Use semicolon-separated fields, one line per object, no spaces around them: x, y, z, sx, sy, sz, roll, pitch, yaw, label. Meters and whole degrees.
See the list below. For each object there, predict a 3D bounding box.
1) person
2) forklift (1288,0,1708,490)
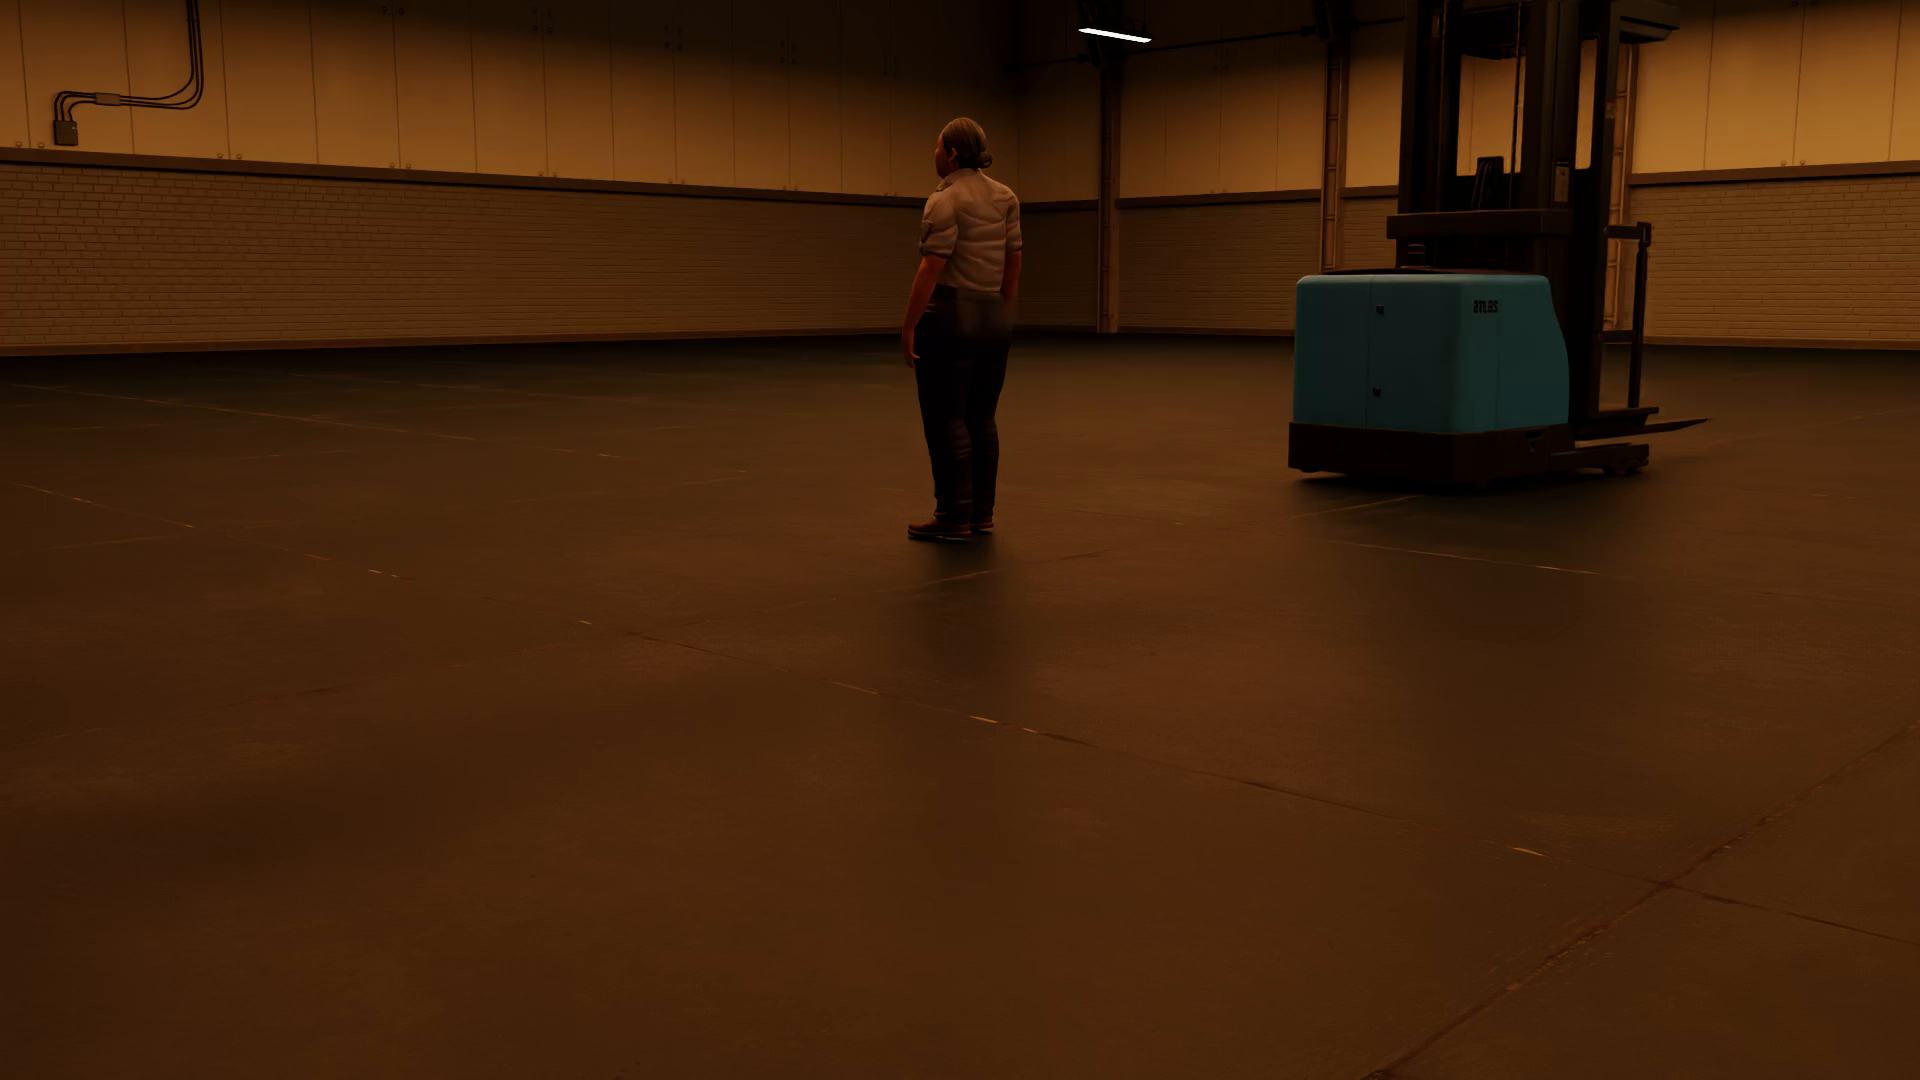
-0.049;-0.833;6.672;0.502;1.651;0.598;8;12;43;person
3.179;-1.853;9.178;3.031;2.935;1.130;-7;11;-40;forklift
